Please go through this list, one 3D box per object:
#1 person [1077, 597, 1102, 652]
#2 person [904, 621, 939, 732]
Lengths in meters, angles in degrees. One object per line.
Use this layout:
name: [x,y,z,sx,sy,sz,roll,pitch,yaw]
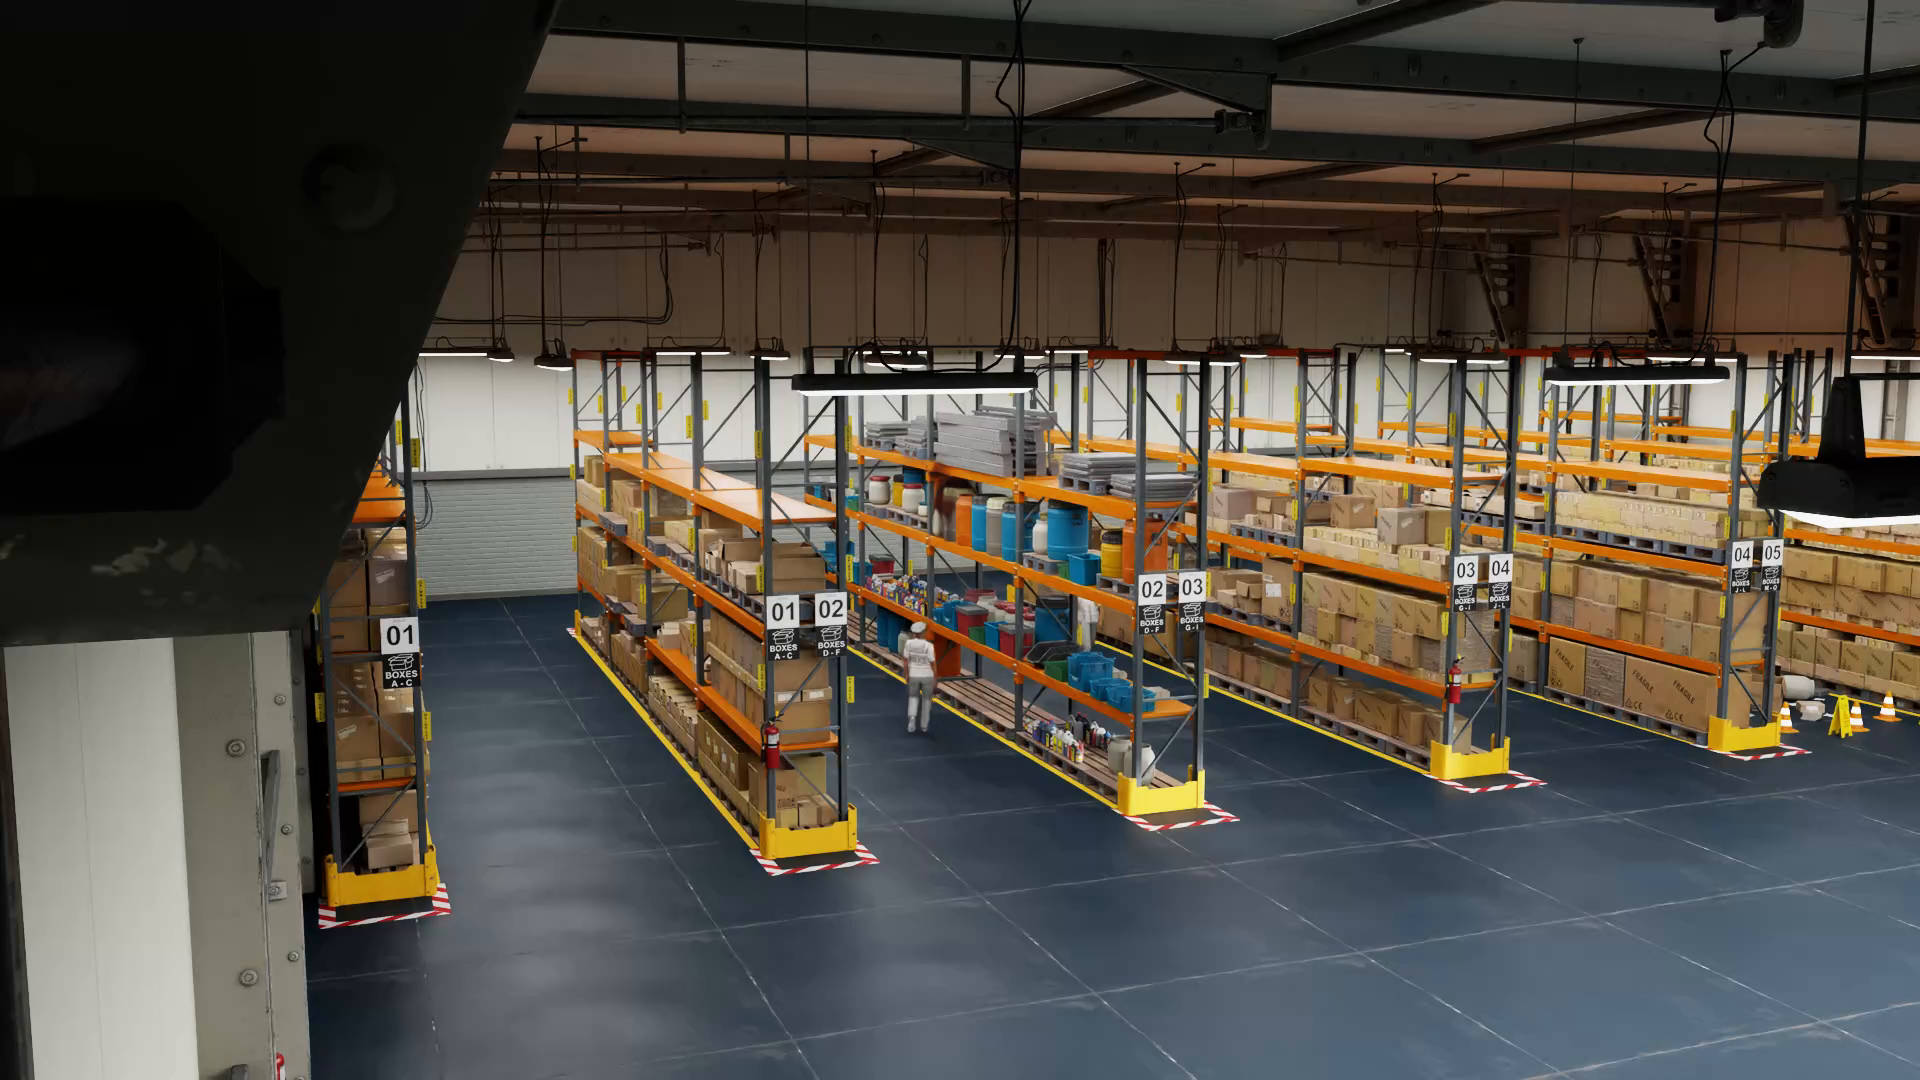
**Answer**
person: [2.479,1.560,31.942,0.467,1.615,0.970,-2,7,-17]
person: [-0.626,2.146,26.149,0.550,1.766,0.550,2,7,12]
